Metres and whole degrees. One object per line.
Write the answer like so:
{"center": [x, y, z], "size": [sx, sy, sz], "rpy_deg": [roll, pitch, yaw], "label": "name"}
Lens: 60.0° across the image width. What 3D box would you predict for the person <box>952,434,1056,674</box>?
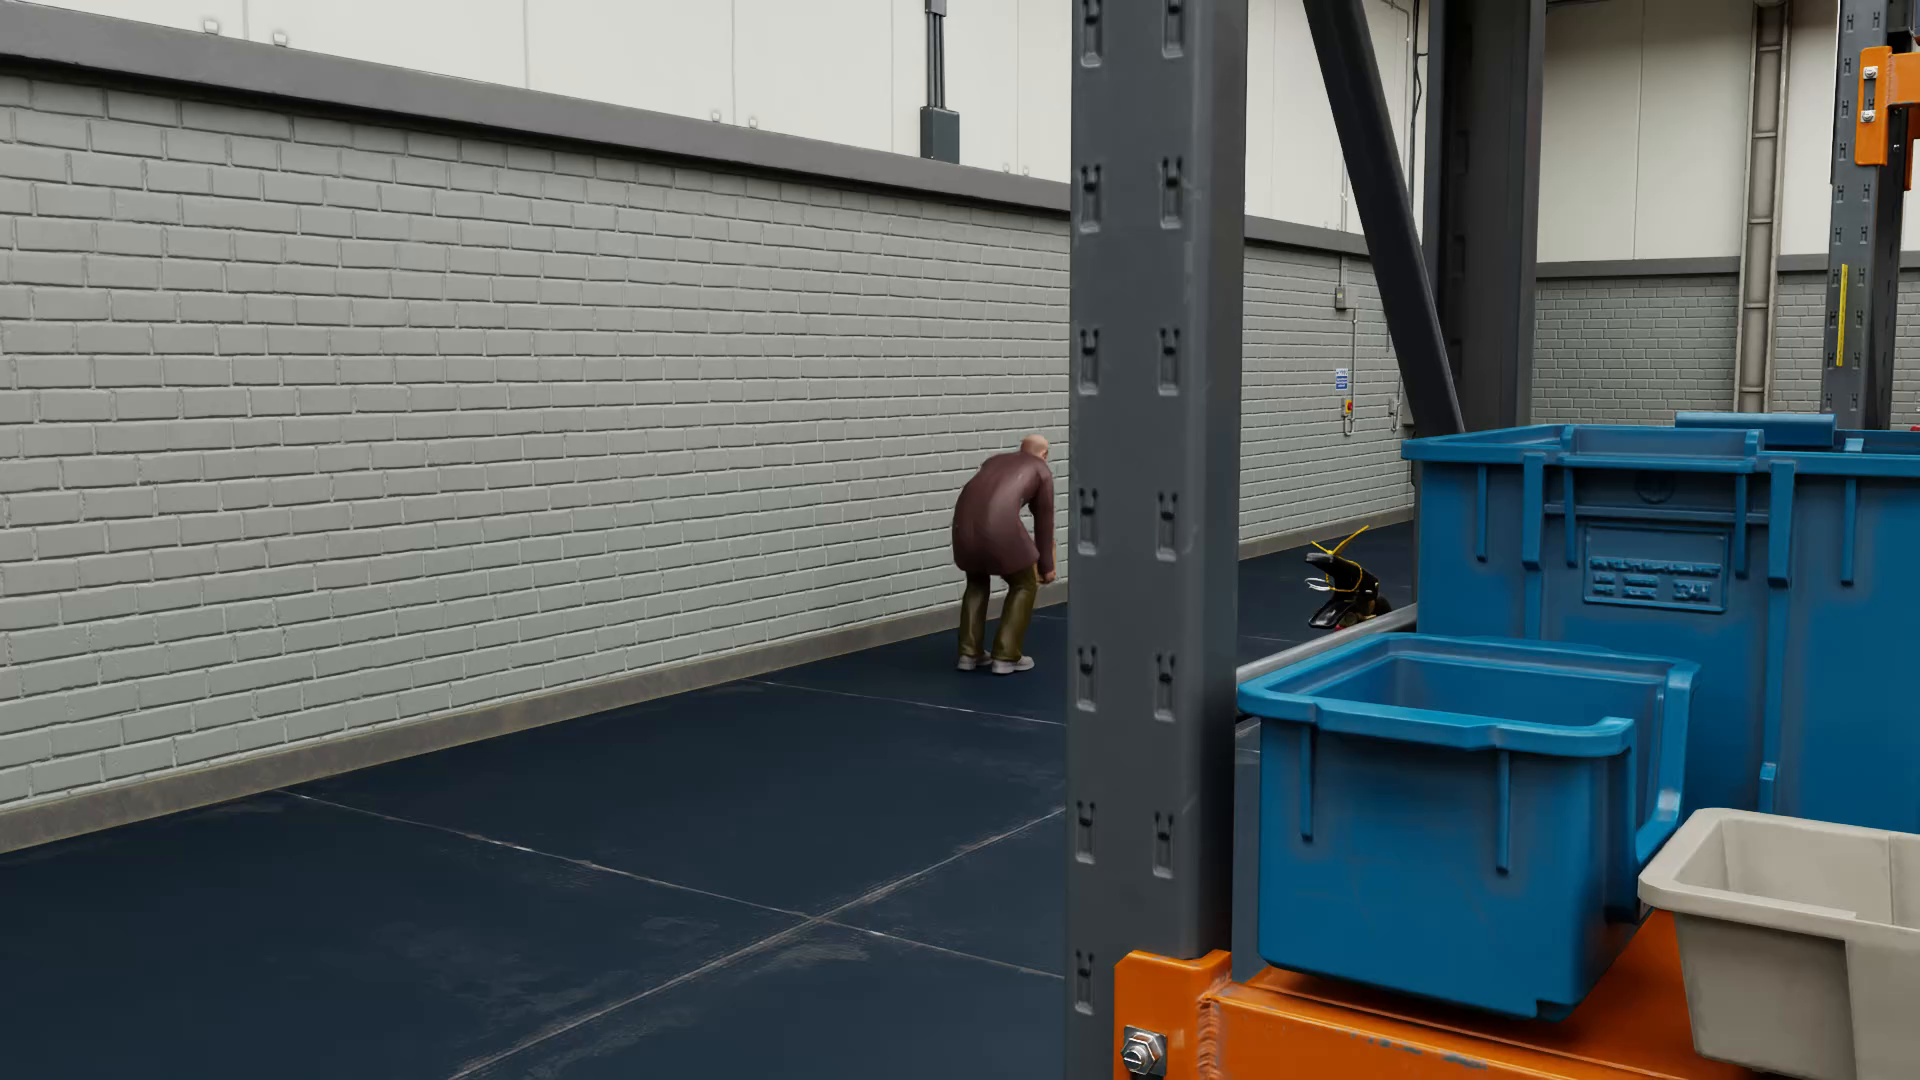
{"center": [0.303, 0.071, 9.988], "size": [0.562, 1.376, 0.876], "rpy_deg": [4, 7, 32], "label": "person"}
